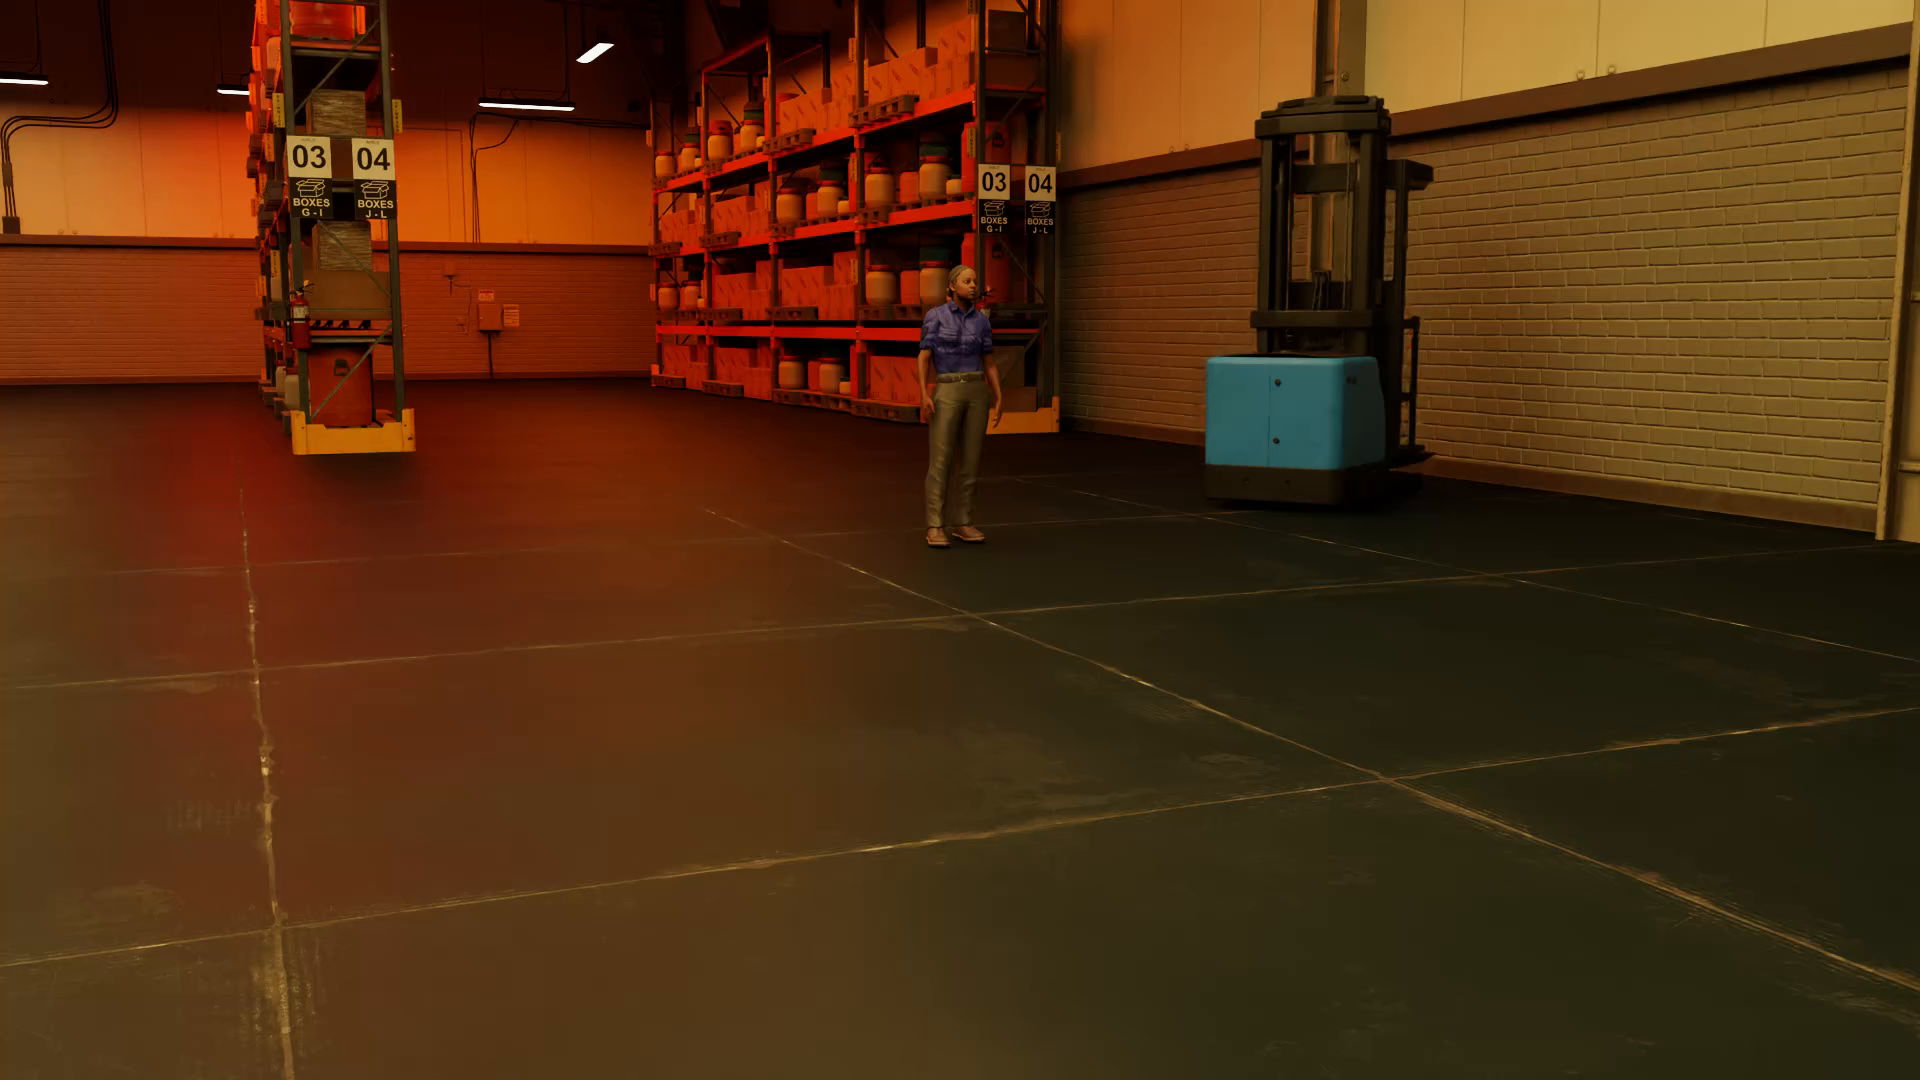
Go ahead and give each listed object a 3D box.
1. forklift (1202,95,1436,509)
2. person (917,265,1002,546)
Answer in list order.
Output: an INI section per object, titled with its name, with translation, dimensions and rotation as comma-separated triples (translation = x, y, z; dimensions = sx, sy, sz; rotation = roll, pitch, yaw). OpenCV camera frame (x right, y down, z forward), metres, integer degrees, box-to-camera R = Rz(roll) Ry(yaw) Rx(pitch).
[forklift]
translation = 2.940, -1.823, 12.769
dimensions = 1.130, 2.935, 3.031
rotation = 5, 9, 31
[person]
translation = 0.017, -0.816, 9.957
dimensions = 0.569, 1.654, 0.504
rotation = -3, 8, -23
